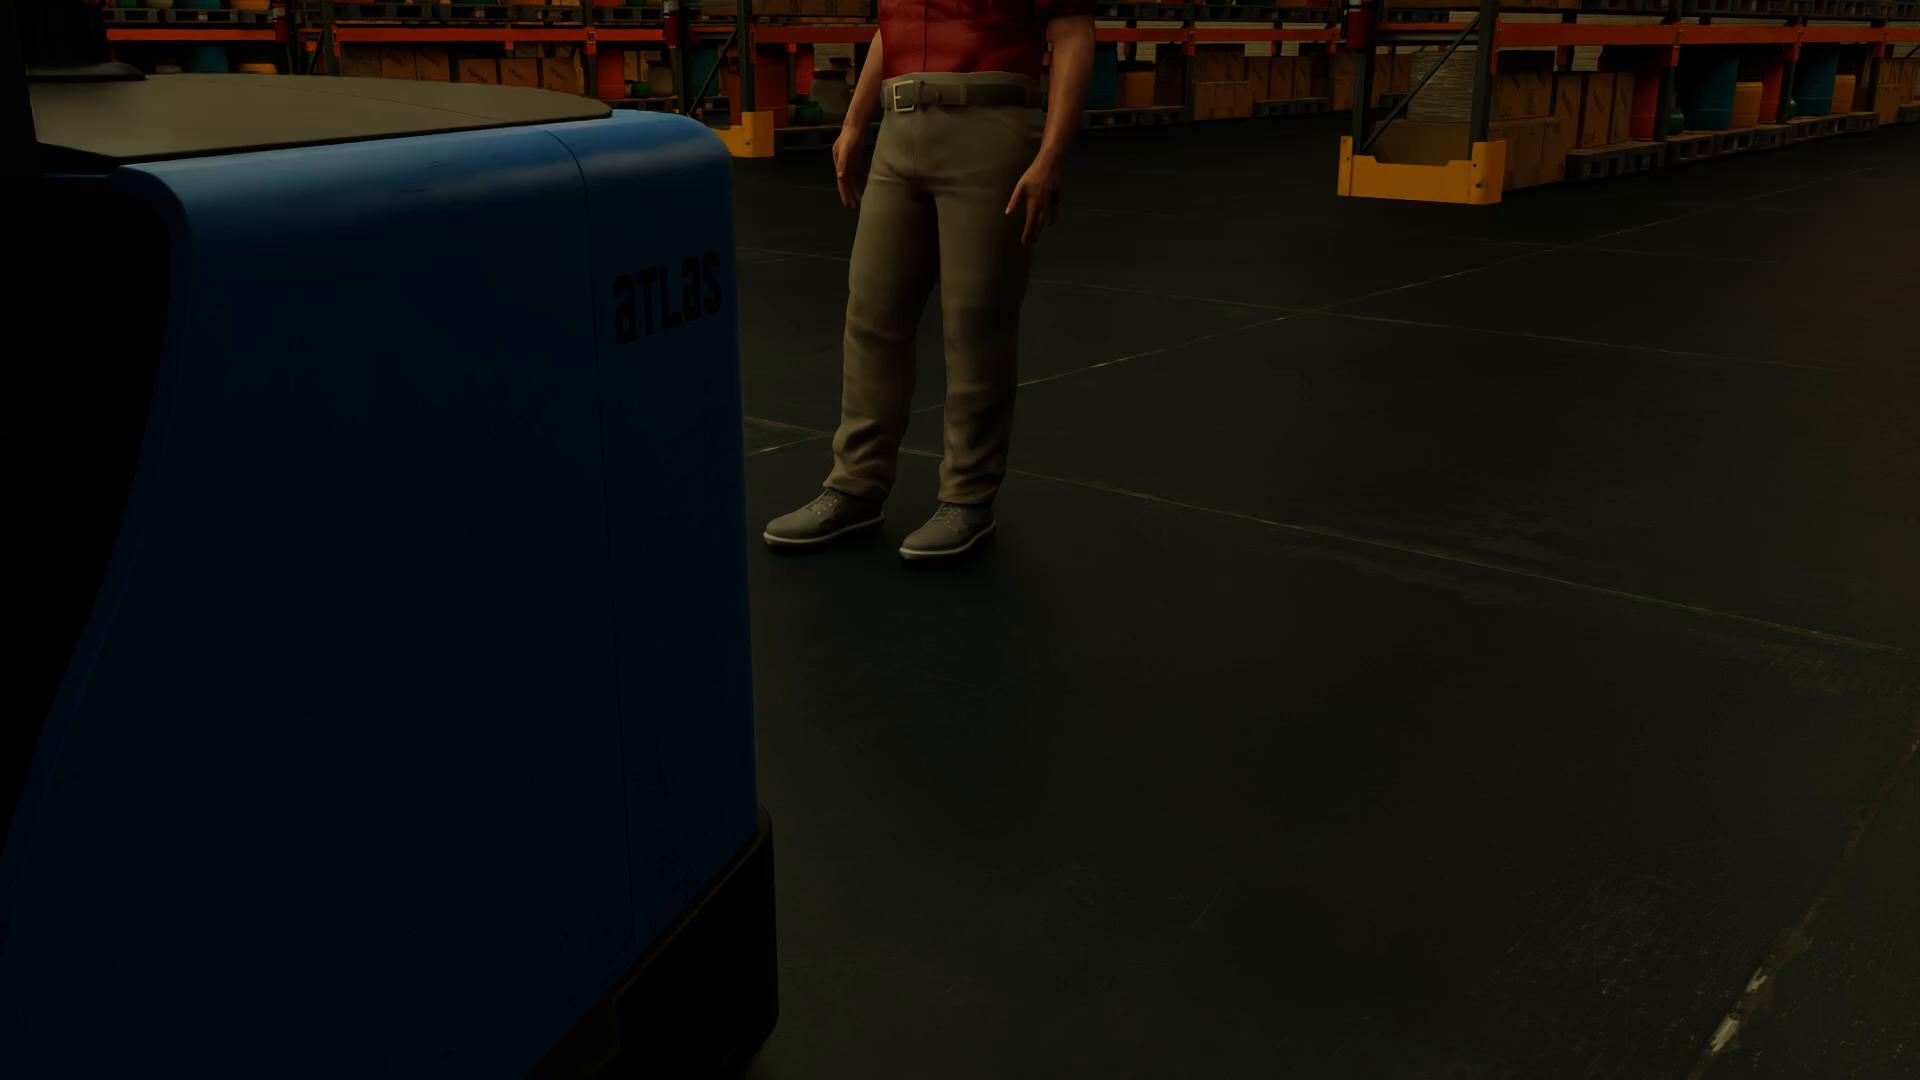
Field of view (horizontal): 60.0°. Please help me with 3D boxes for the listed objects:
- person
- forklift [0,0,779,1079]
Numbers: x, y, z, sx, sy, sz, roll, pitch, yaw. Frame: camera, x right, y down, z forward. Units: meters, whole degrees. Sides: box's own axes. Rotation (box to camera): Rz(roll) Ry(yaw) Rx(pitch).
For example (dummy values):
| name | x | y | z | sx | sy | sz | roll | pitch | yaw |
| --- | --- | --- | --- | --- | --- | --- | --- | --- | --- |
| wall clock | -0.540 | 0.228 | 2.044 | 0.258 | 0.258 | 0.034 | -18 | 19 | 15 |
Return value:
| name | x | y | z | sx | sy | sz | roll | pitch | yaw |
| --- | --- | --- | --- | --- | --- | --- | --- | --- | --- |
| person | -0.067 | -0.816 | 3.630 | 0.640 | 1.727 | 0.551 | 13 | 21 | 37 |
| forklift | -1.138 | -0.435 | 0.331 | 1.130 | 2.935 | 3.031 | 5 | 18 | 17 |
